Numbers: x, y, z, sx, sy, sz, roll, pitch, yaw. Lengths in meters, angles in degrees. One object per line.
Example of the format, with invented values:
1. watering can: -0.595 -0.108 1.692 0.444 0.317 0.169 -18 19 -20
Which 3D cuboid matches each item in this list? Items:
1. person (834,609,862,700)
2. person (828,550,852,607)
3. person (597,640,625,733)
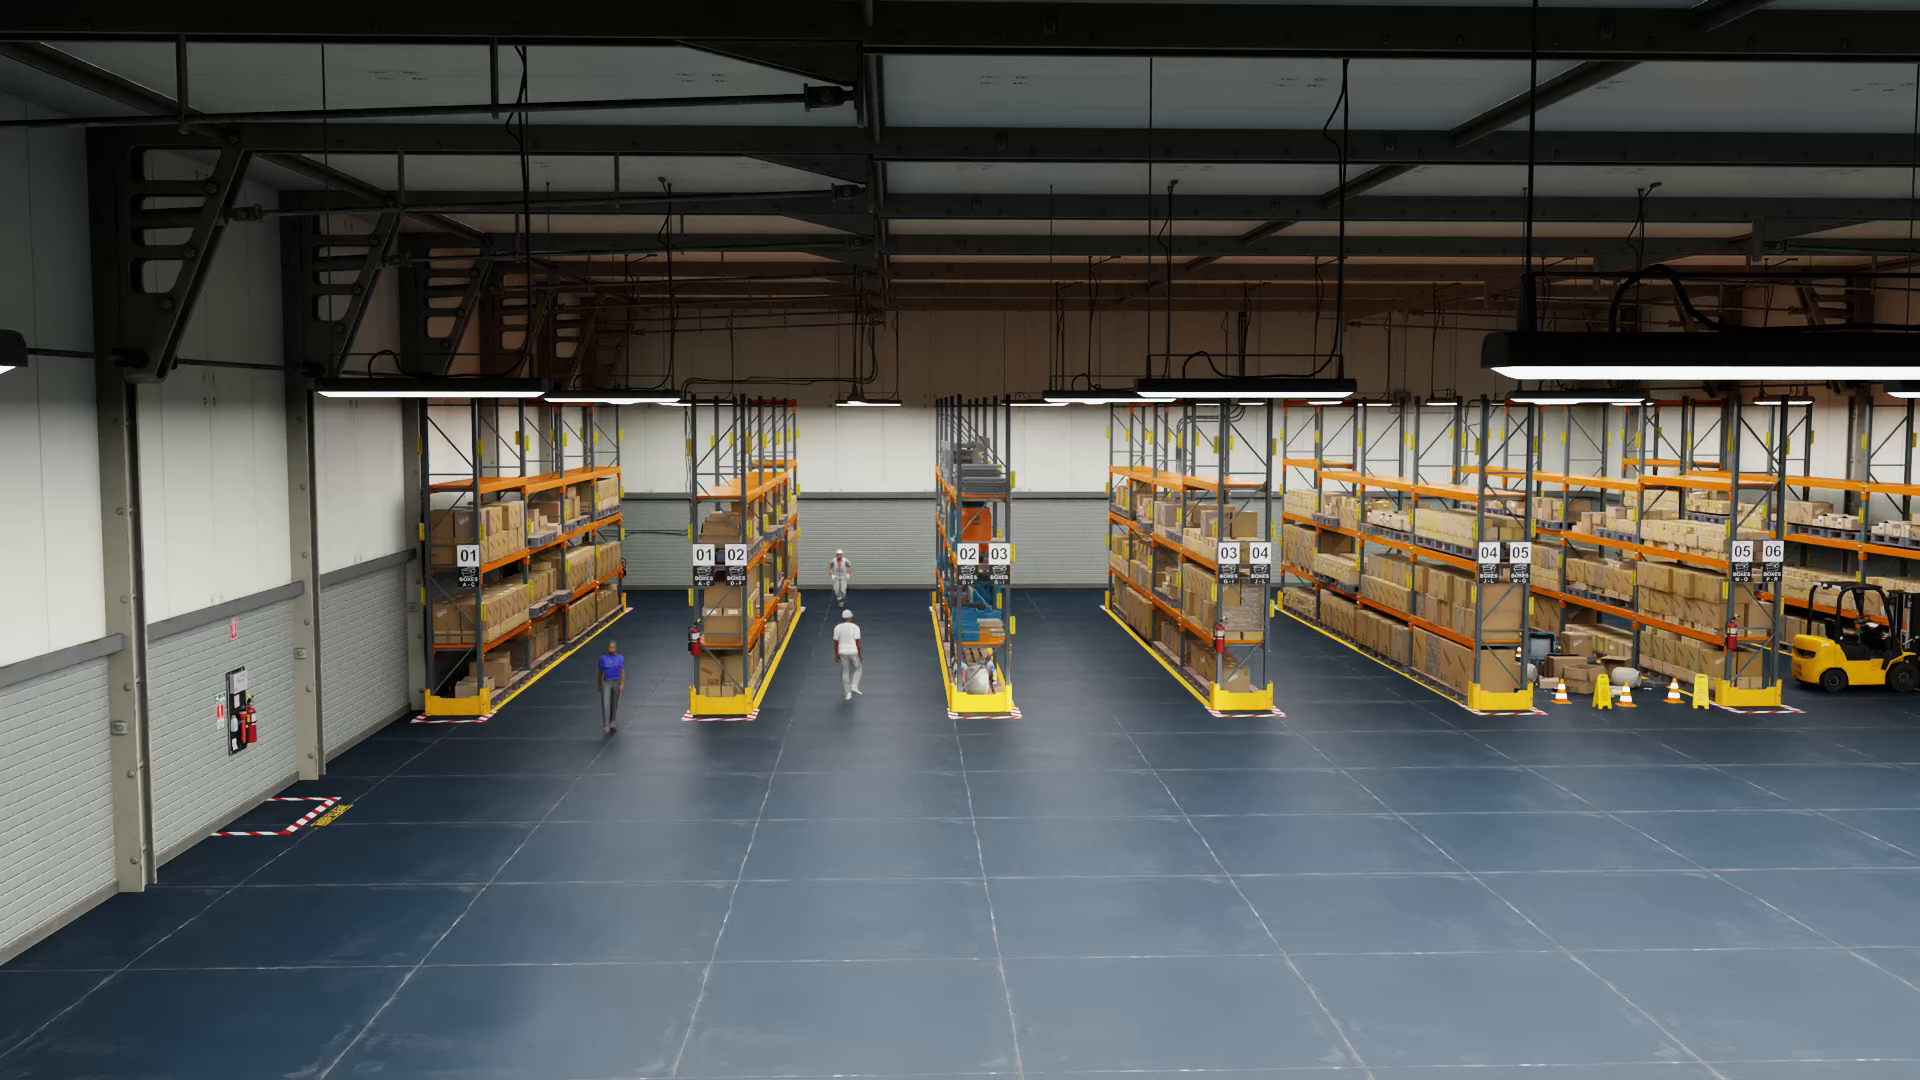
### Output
1. person: -2.210 2.251 32.843 0.600 1.754 0.476 1 5 10
2. person: -3.467 1.109 48.049 0.673 1.682 0.645 0 5 5
3. person: -6.181 2.578 29.452 0.500 1.607 0.960 -2 5 -24
